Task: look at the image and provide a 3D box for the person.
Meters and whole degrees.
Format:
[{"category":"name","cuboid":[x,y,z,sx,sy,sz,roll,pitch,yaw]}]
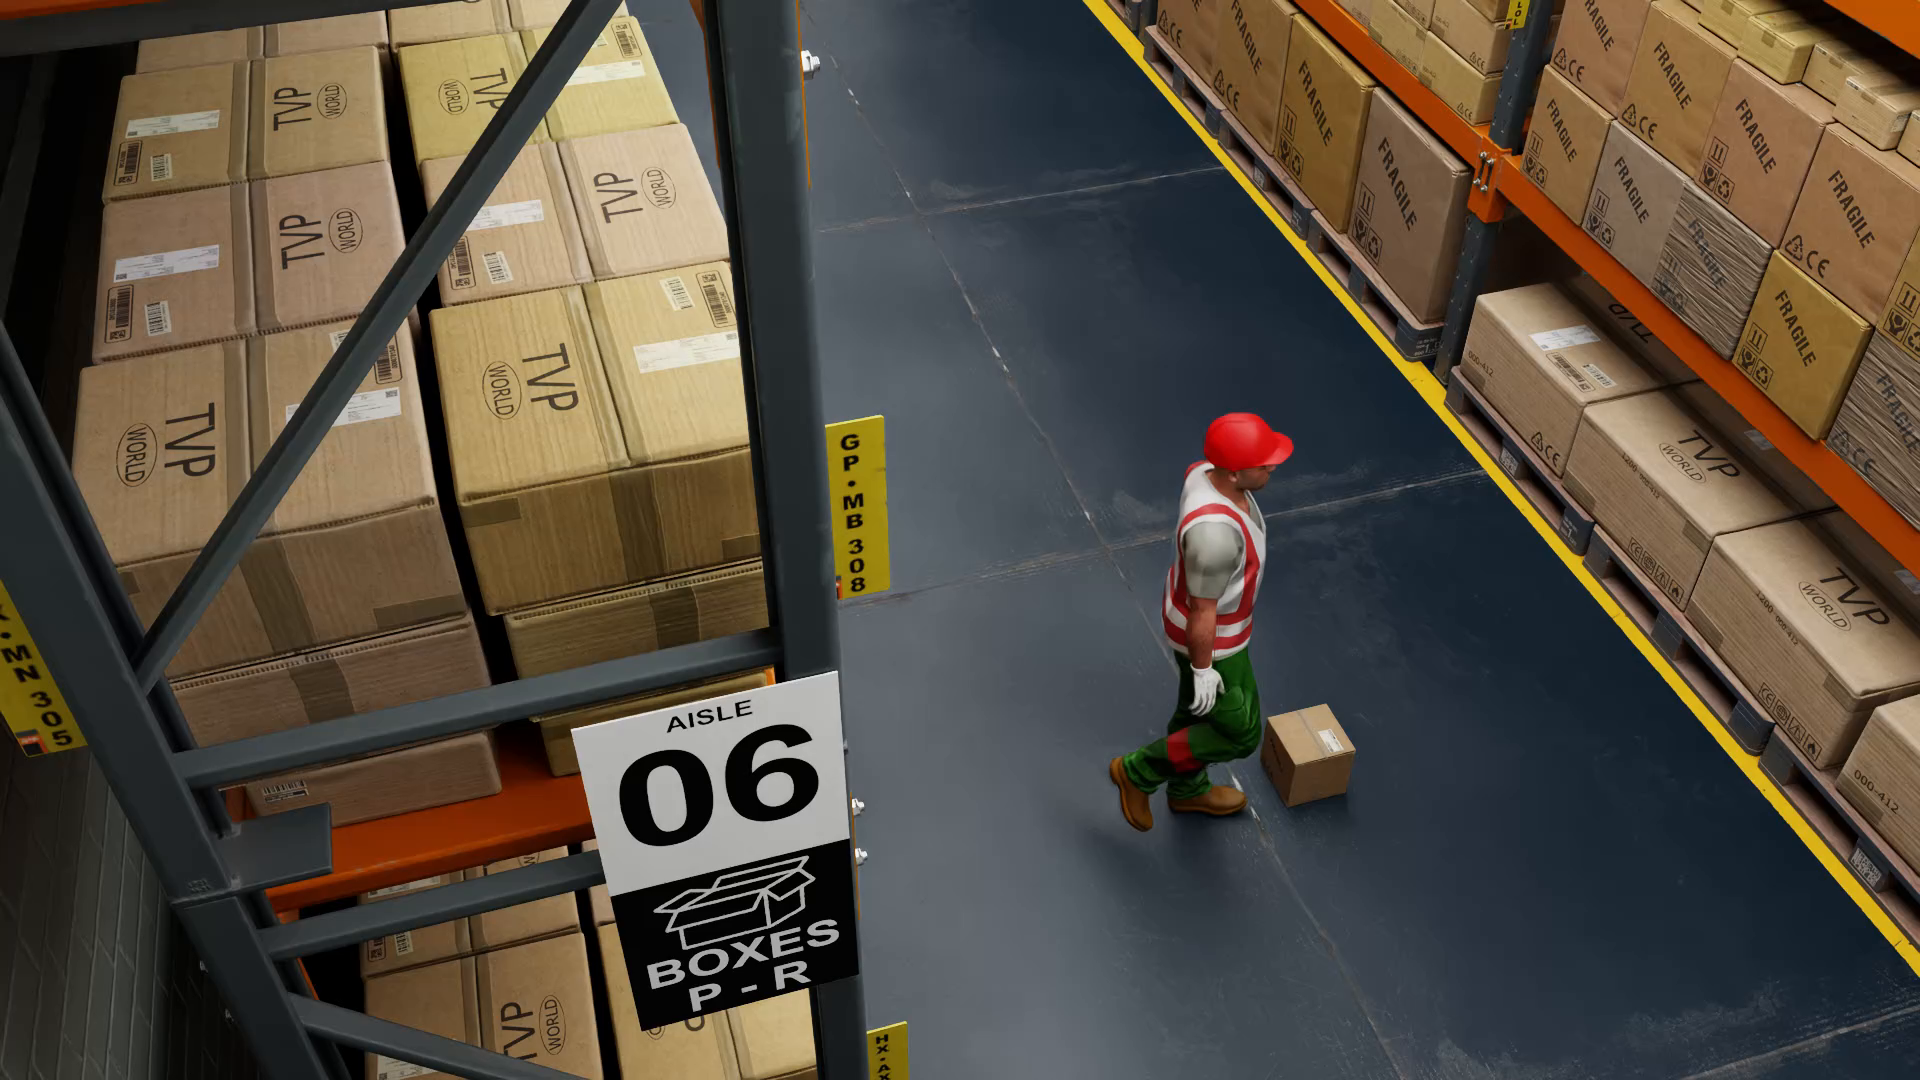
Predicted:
[{"category":"person","cuboid":[0.826,0.310,5.765,0.532,1.788,0.610,4,42,5]}]
